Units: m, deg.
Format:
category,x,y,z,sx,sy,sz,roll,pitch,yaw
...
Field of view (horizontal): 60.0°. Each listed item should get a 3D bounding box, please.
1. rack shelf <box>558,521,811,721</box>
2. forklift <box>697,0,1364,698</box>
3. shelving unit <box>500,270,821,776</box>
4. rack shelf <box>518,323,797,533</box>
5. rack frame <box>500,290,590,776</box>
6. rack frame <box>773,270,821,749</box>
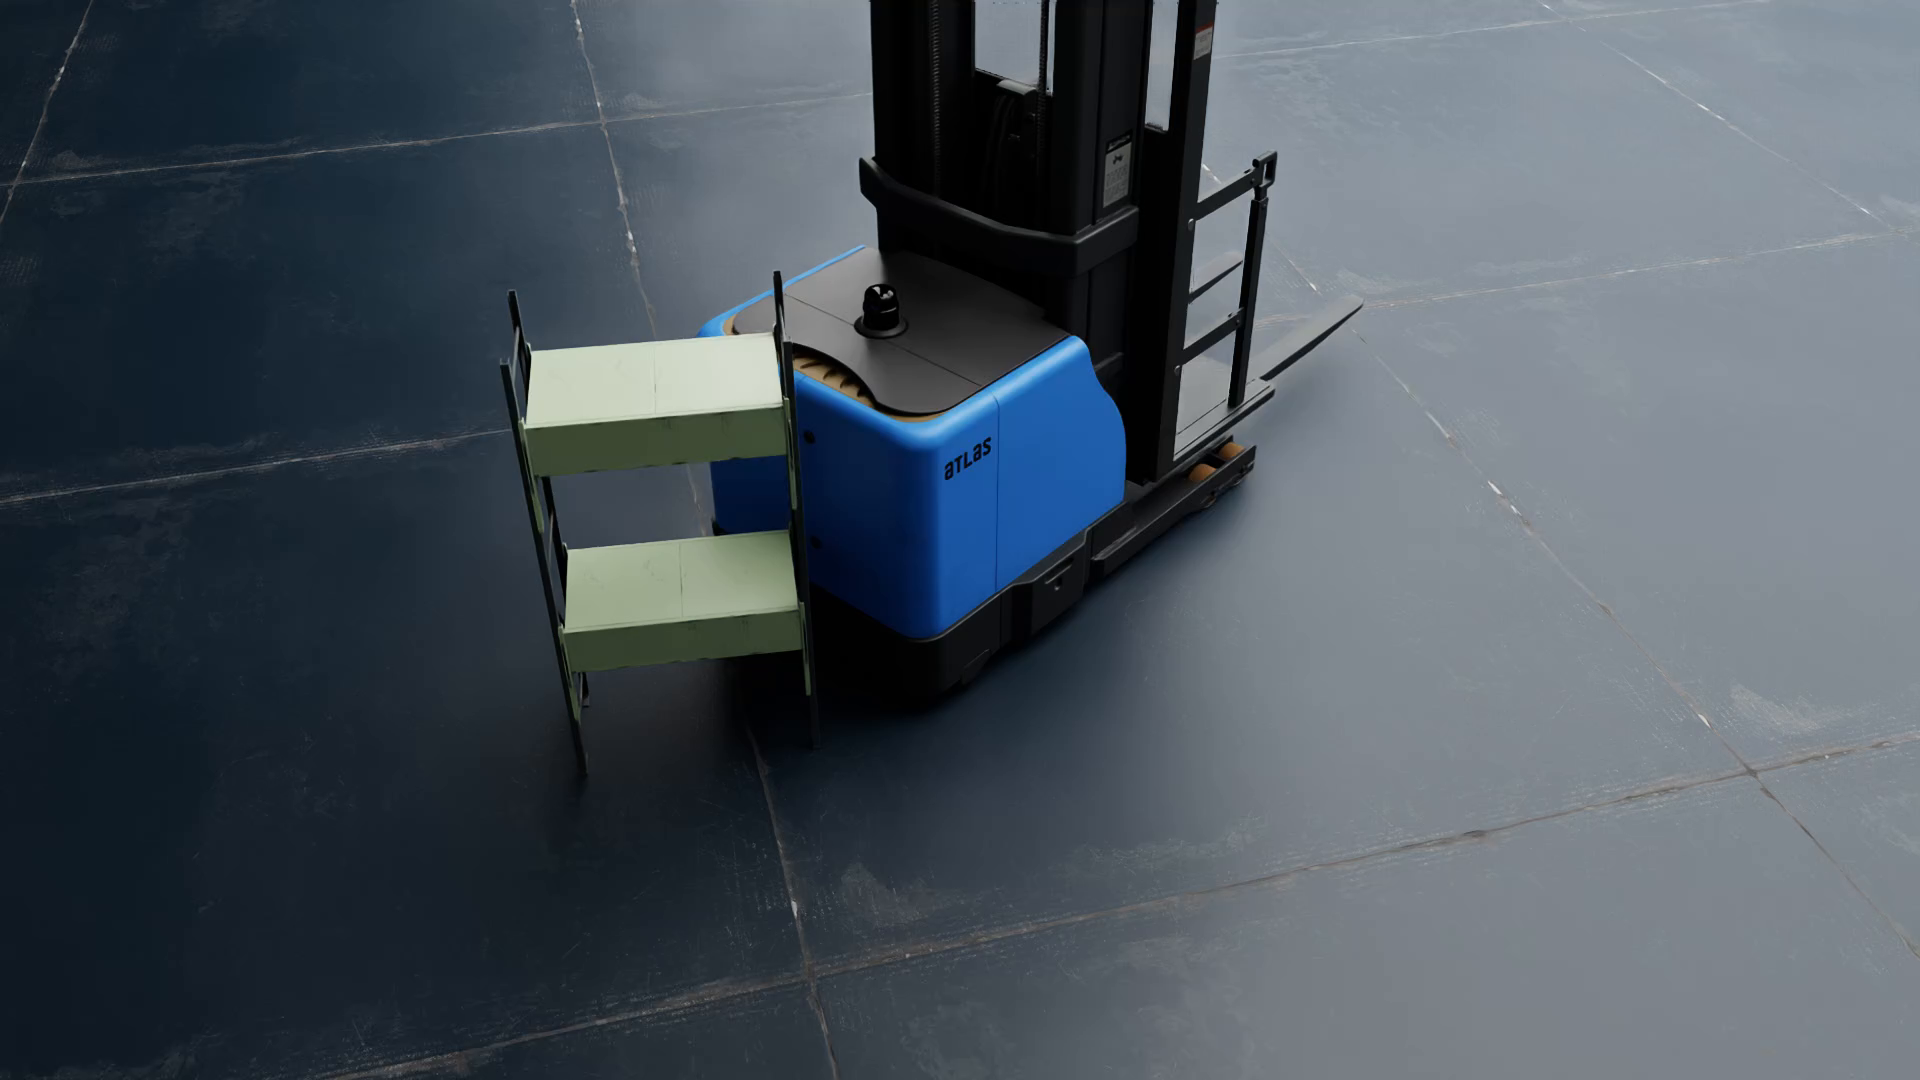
category,x,y,z,sx,sy,sz,roll,pitch,yaw
rack shelf,-0.849,0.245,5.155,0.720,0.370,0.431,-6,38,-7
forklift,0.492,-1.469,5.682,1.130,2.935,3.031,28,46,32
shelving unit,-0.849,-0.013,4.956,0.755,1.500,0.431,-6,38,-7
rack shelf,-0.849,-0.323,4.719,0.720,0.370,0.431,-6,38,-7
rack frame,-1.210,0.022,4.911,0.023,1.500,0.400,-6,38,-7
rack frame,-0.488,-0.048,5.002,0.023,1.500,0.400,-6,38,-7
